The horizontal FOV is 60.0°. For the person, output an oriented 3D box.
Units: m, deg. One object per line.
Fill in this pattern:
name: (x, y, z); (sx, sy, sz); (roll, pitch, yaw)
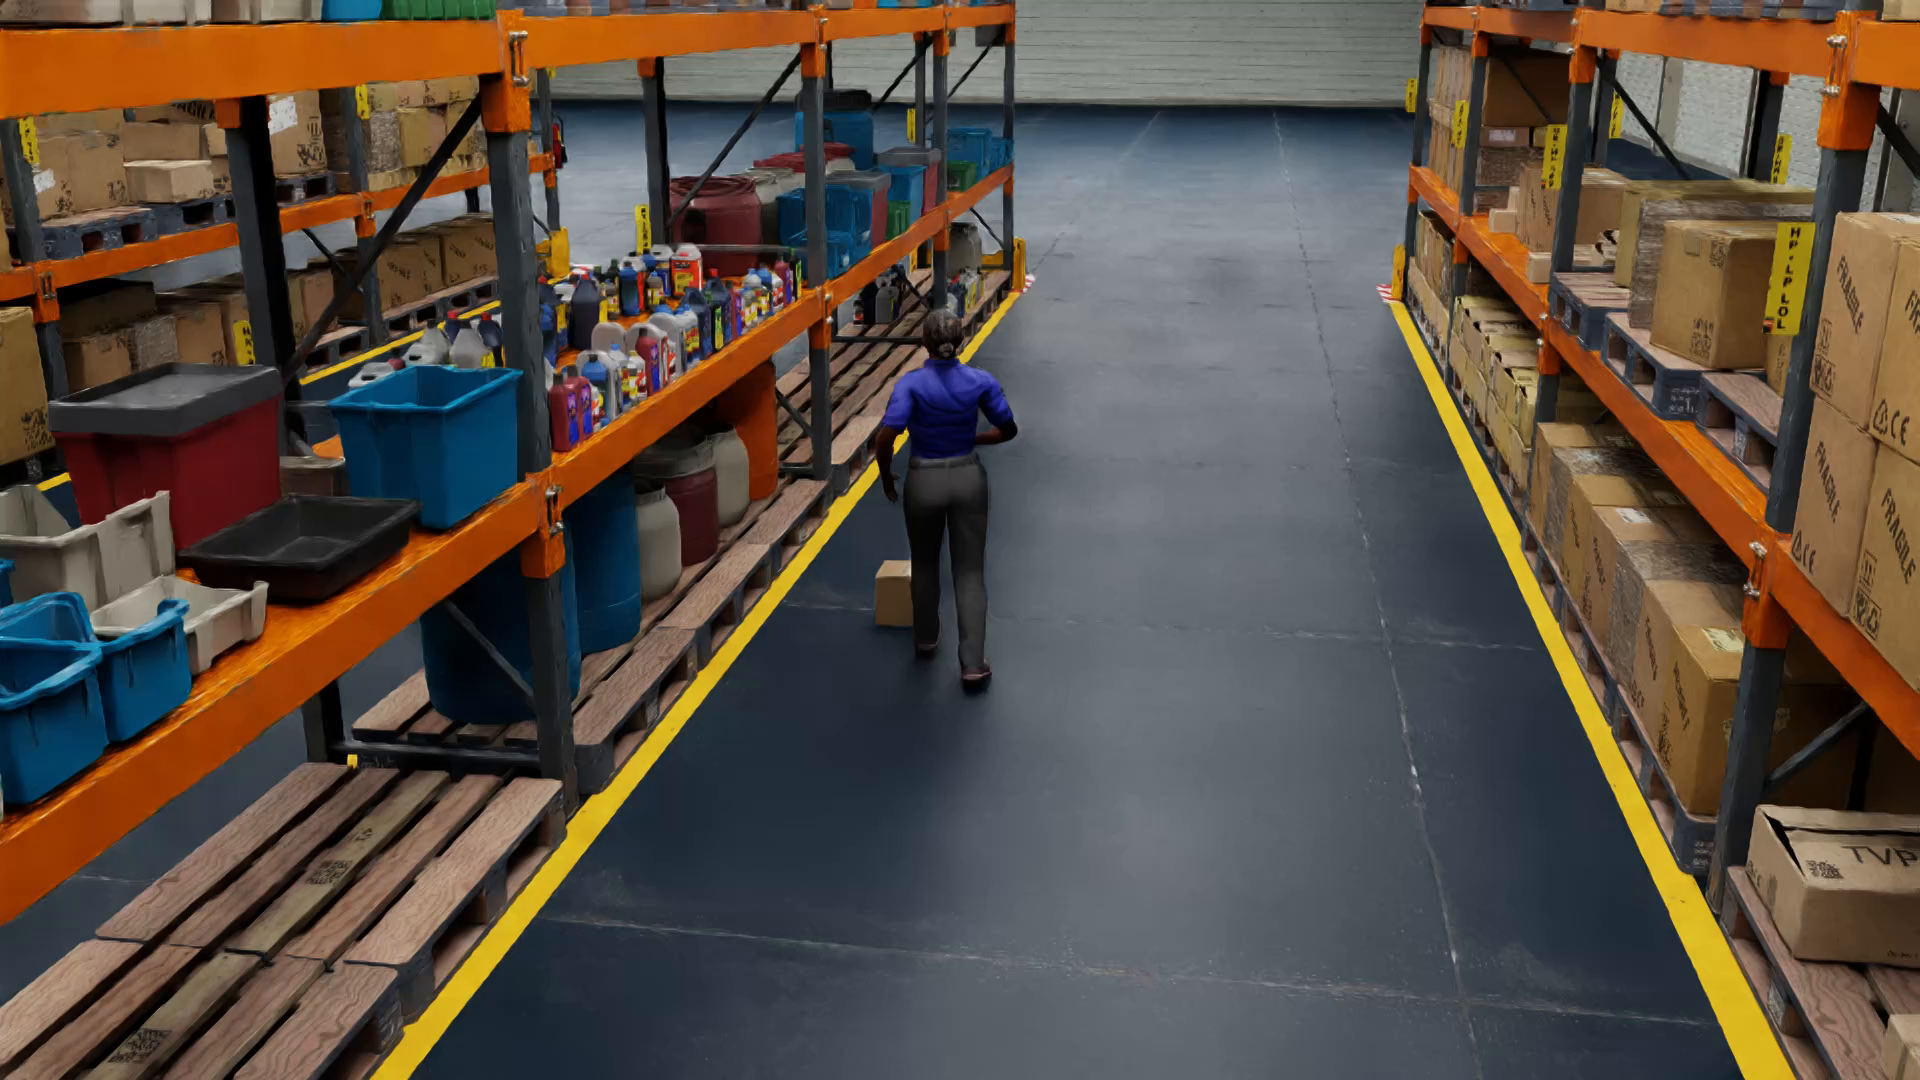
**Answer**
person: (-0.085, -0.227, 7.247); (0.624, 1.650, 0.718); (-3, 18, -9)
